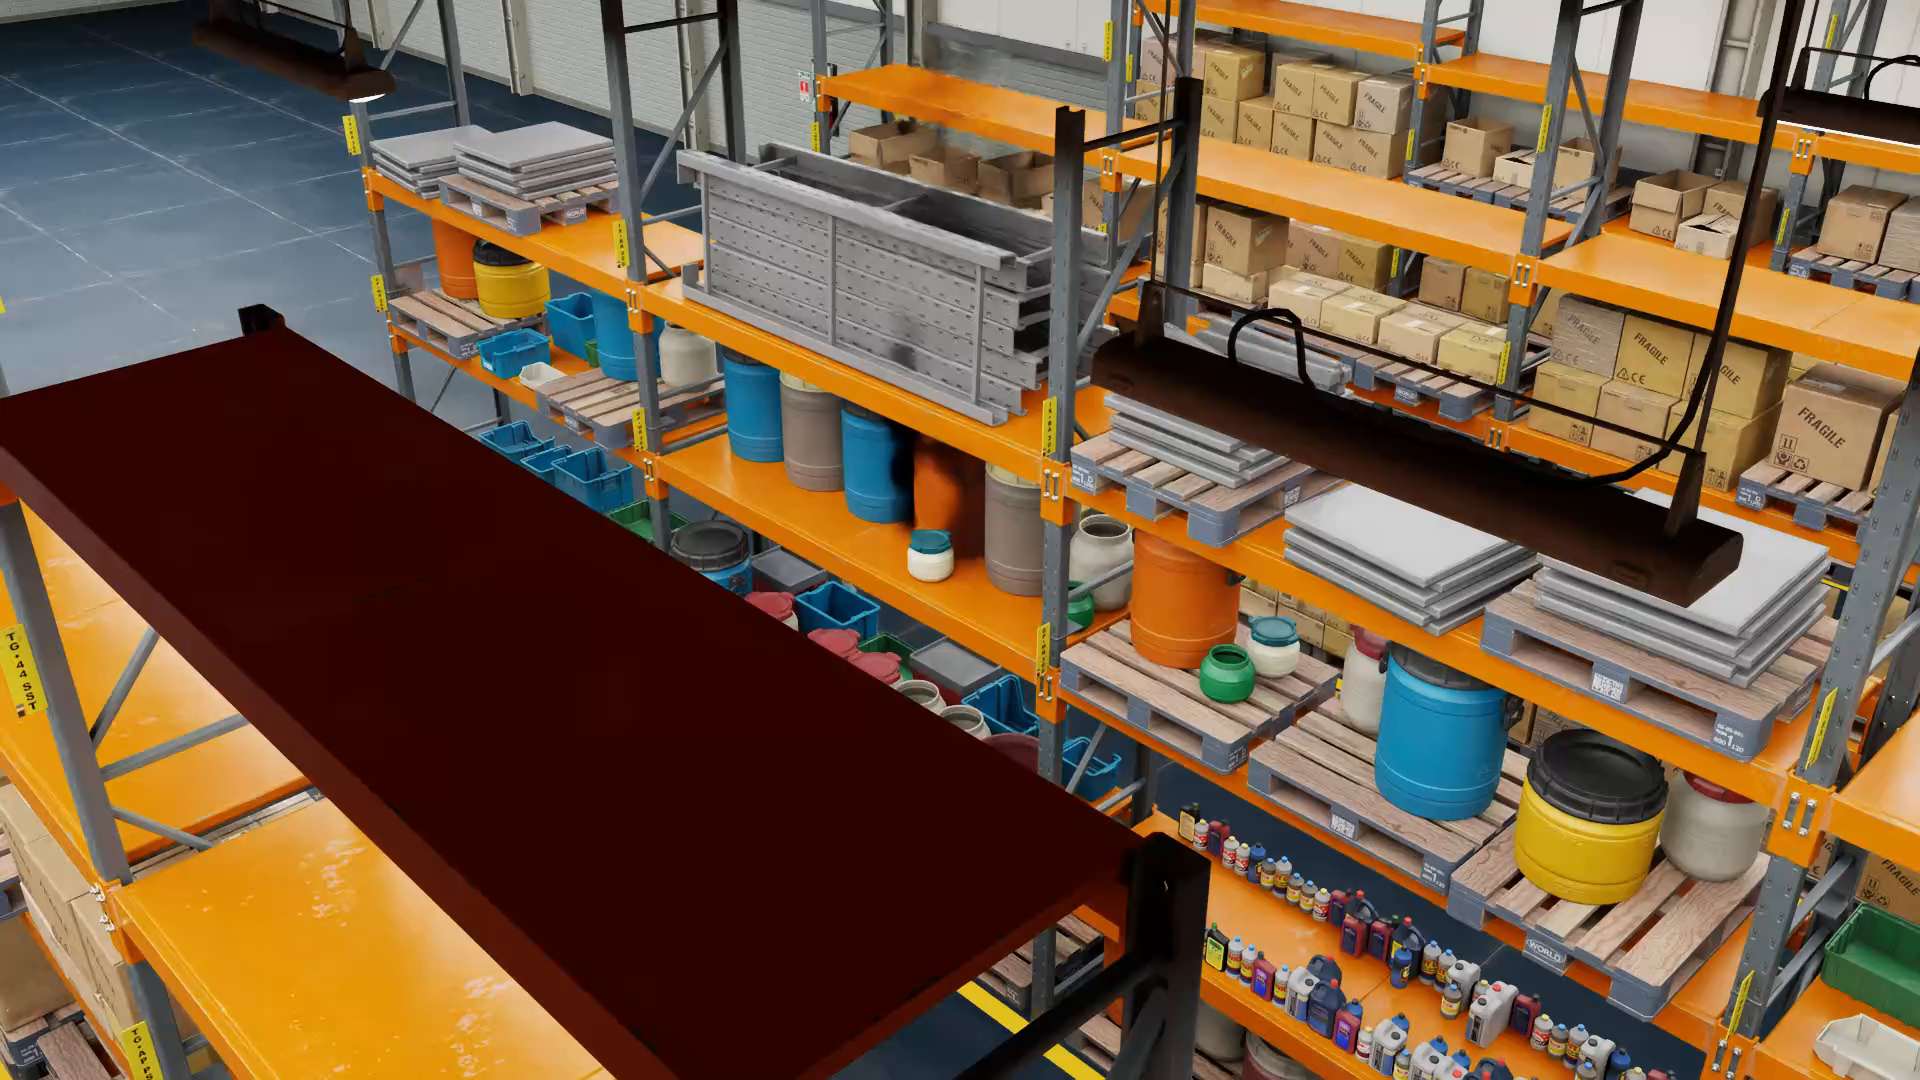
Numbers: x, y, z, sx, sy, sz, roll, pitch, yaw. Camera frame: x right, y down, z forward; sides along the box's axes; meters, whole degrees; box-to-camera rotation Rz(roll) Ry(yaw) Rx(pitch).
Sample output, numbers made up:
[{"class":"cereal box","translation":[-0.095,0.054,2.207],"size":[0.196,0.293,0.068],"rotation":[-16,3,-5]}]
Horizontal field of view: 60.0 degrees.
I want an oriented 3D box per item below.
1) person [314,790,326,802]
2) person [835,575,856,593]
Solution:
[{"class":"person","translation":[-3.884,2.128,10.534],"size":[0.742,1.837,0.635],"rotation":[25,37,38]},{"class":"person","translation":[-1.172,0.036,14.434],"size":[0.578,1.725,0.728],"rotation":[-23,36,-36]}]
